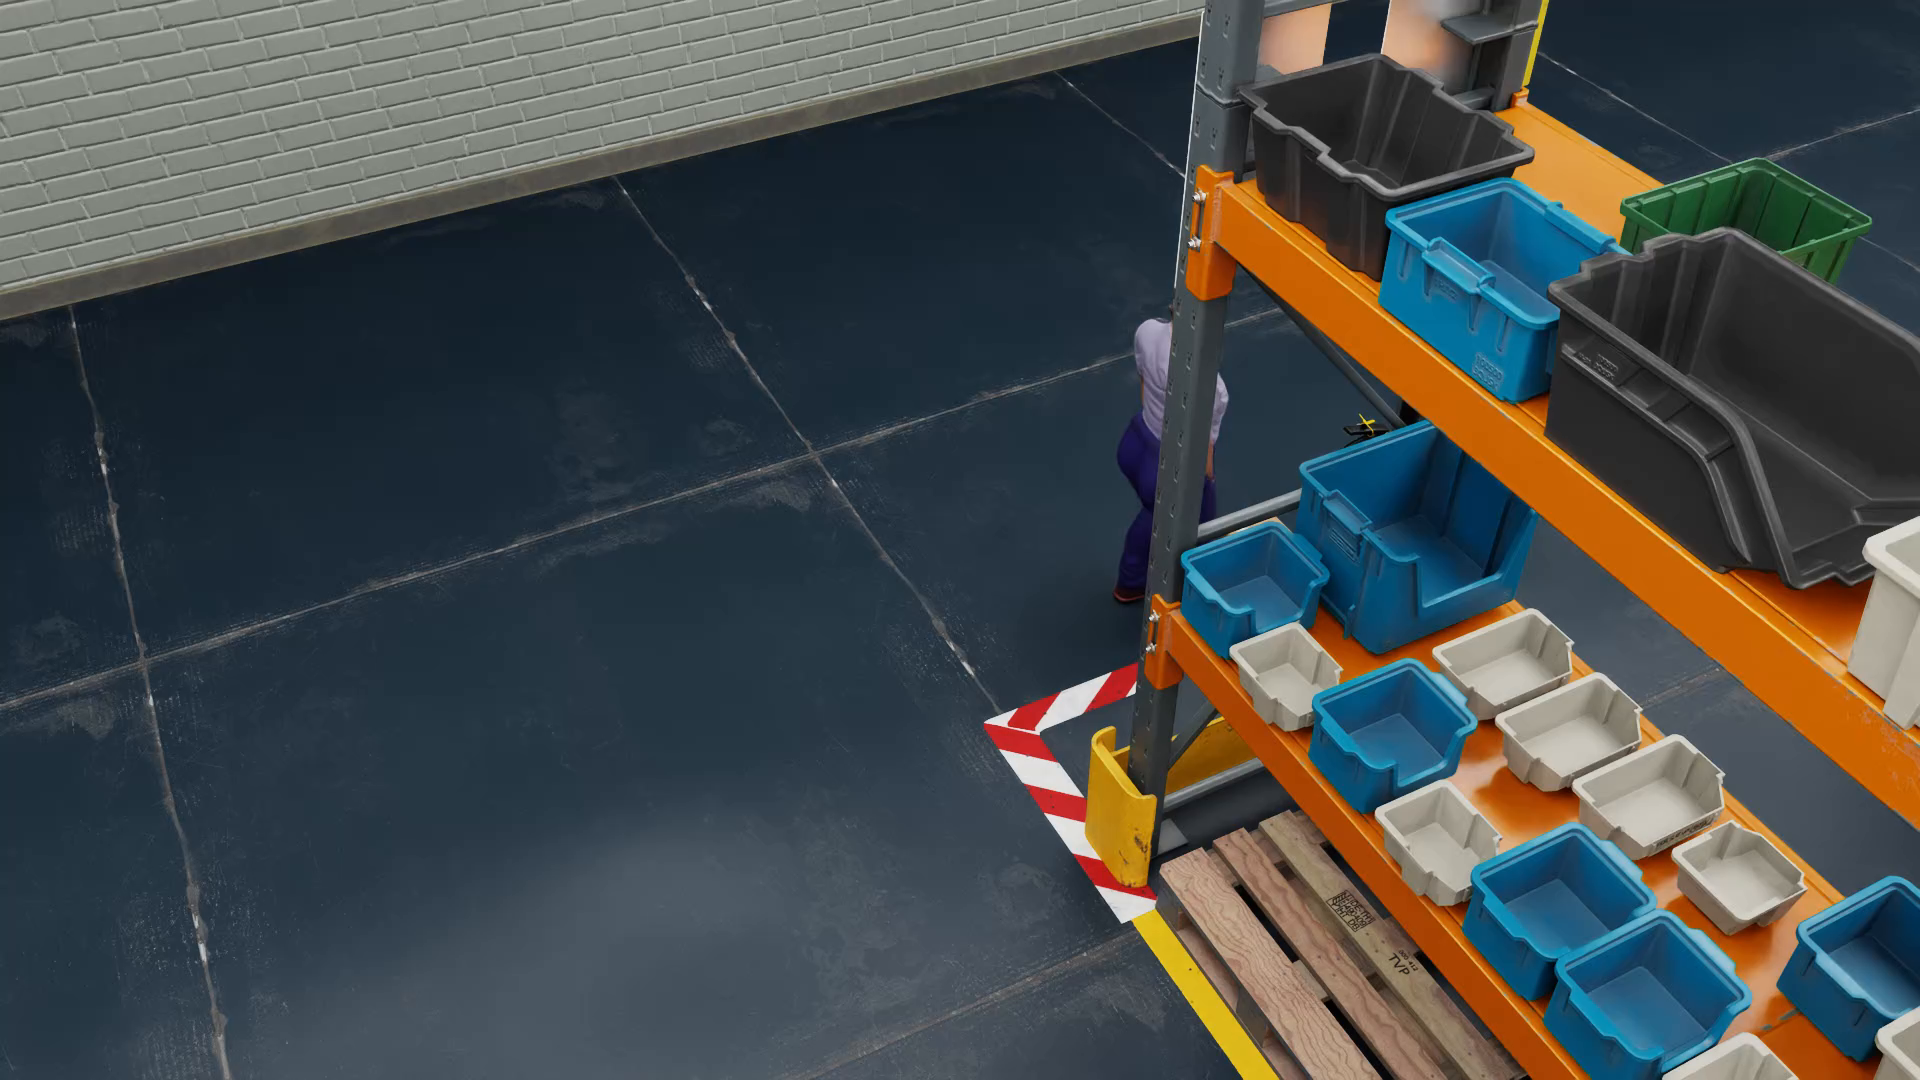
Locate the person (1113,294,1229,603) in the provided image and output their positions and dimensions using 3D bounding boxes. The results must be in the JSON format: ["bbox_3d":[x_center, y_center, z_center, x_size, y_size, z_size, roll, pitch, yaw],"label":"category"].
[{"bbox_3d":[0.823,-0.315,6.555,0.372,1.621,0.489,-15,44,-17],"label":"person"}]
